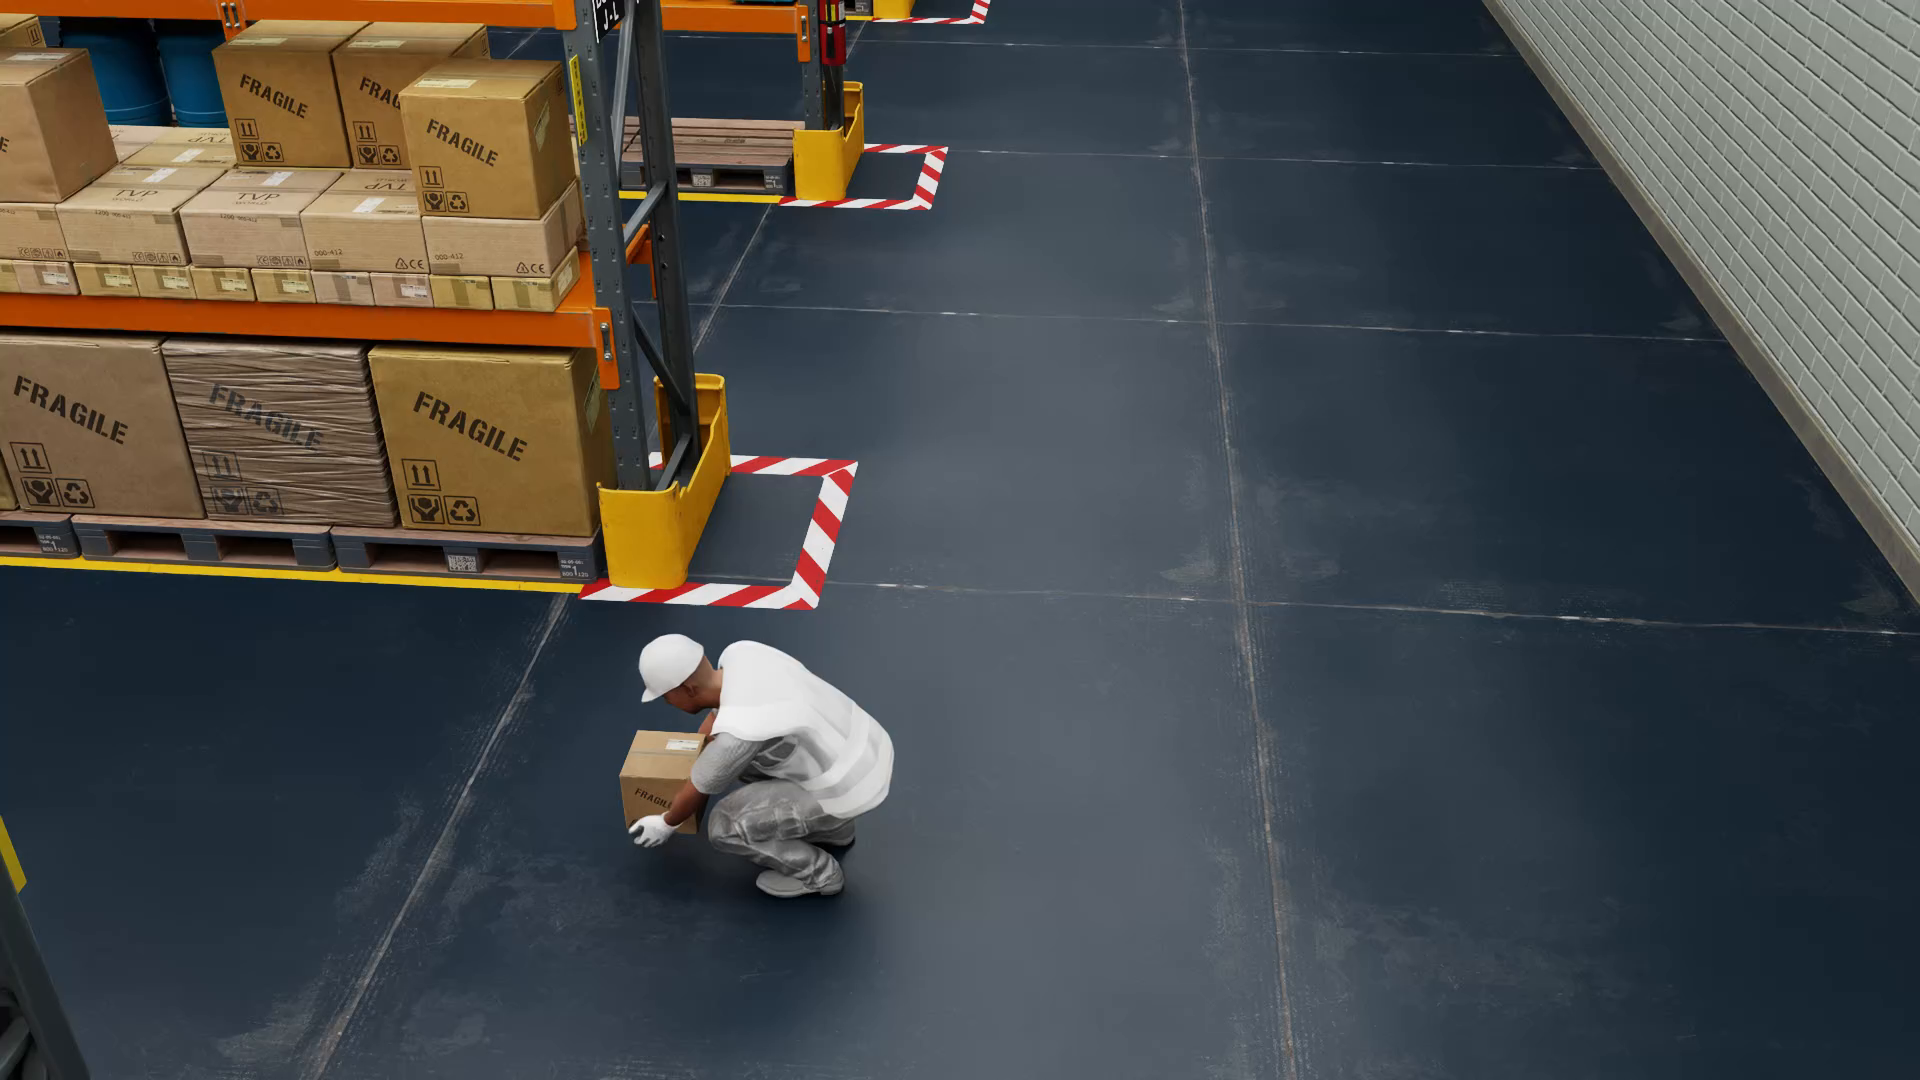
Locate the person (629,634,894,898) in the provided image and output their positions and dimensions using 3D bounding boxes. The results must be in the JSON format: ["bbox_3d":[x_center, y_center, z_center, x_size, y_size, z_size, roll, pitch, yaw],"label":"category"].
[{"bbox_3d":[-0.690,0.728,5.698,0.892,0.993,0.542,2,32,4],"label":"person"}]
